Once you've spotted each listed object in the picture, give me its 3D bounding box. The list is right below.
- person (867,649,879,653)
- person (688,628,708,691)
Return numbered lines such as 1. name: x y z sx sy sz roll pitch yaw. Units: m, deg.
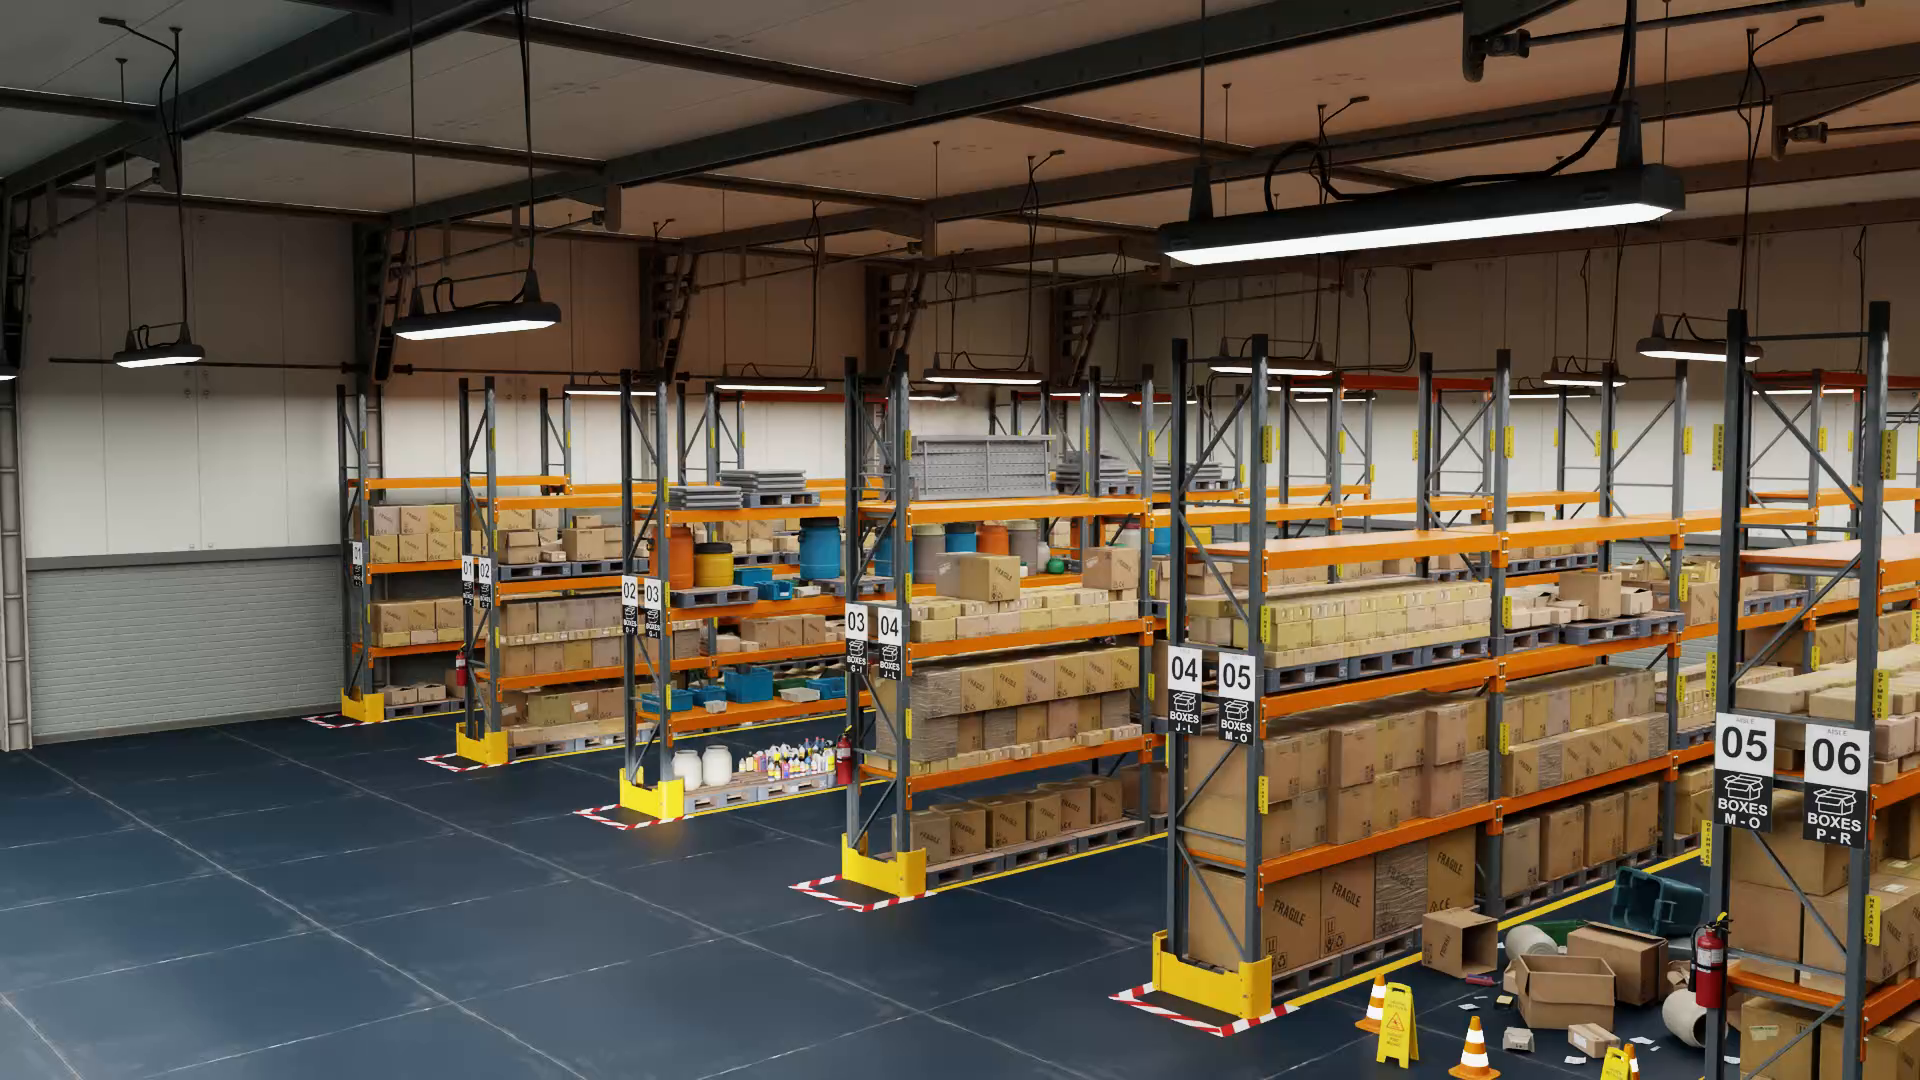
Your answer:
1. person: -1.800 2.087 34.515 0.537 1.677 1.114 4 5 44
2. person: -4.966 2.216 31.147 0.655 1.796 0.993 3 5 42
